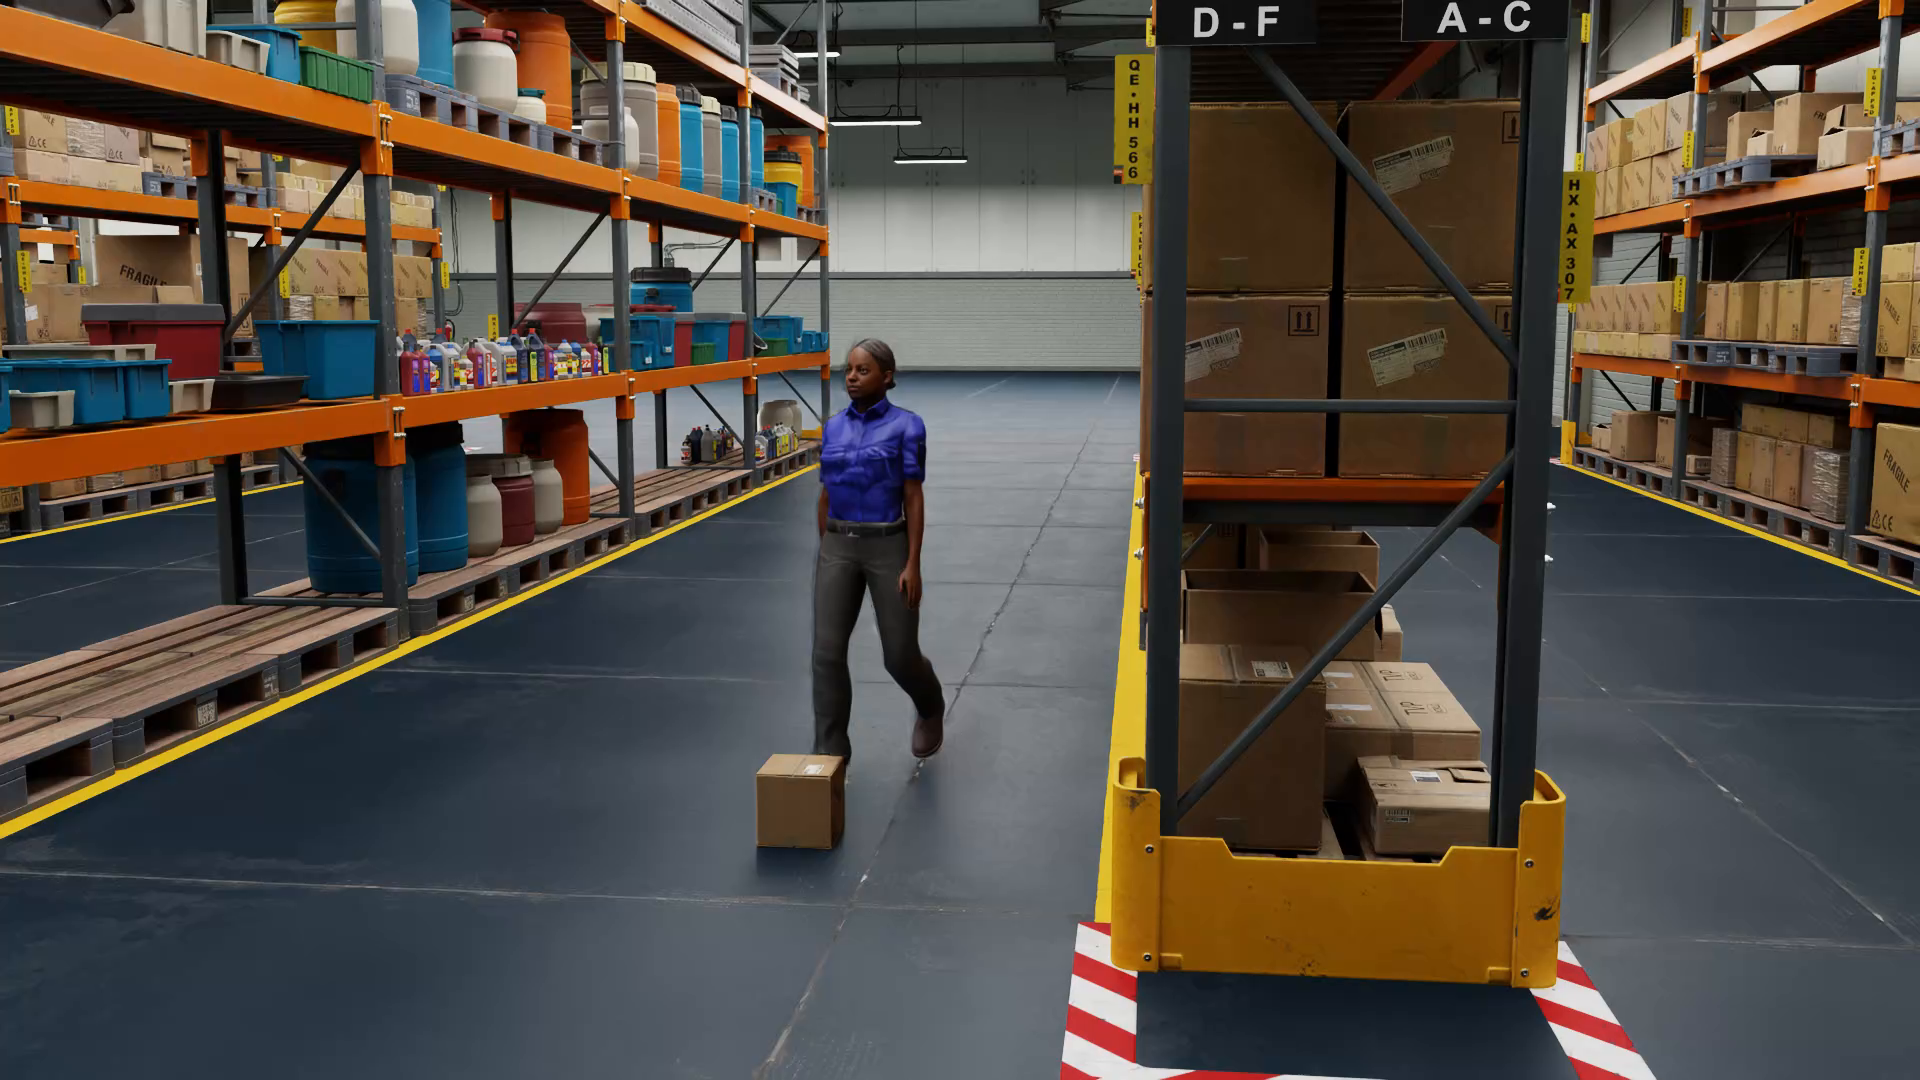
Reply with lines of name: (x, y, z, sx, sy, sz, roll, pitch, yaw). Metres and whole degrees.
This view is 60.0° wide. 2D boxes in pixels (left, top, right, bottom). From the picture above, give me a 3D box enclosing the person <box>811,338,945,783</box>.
person: (-0.340, 0.077, 6.120, 0.458, 1.625, 0.755, 2, 8, 18)
